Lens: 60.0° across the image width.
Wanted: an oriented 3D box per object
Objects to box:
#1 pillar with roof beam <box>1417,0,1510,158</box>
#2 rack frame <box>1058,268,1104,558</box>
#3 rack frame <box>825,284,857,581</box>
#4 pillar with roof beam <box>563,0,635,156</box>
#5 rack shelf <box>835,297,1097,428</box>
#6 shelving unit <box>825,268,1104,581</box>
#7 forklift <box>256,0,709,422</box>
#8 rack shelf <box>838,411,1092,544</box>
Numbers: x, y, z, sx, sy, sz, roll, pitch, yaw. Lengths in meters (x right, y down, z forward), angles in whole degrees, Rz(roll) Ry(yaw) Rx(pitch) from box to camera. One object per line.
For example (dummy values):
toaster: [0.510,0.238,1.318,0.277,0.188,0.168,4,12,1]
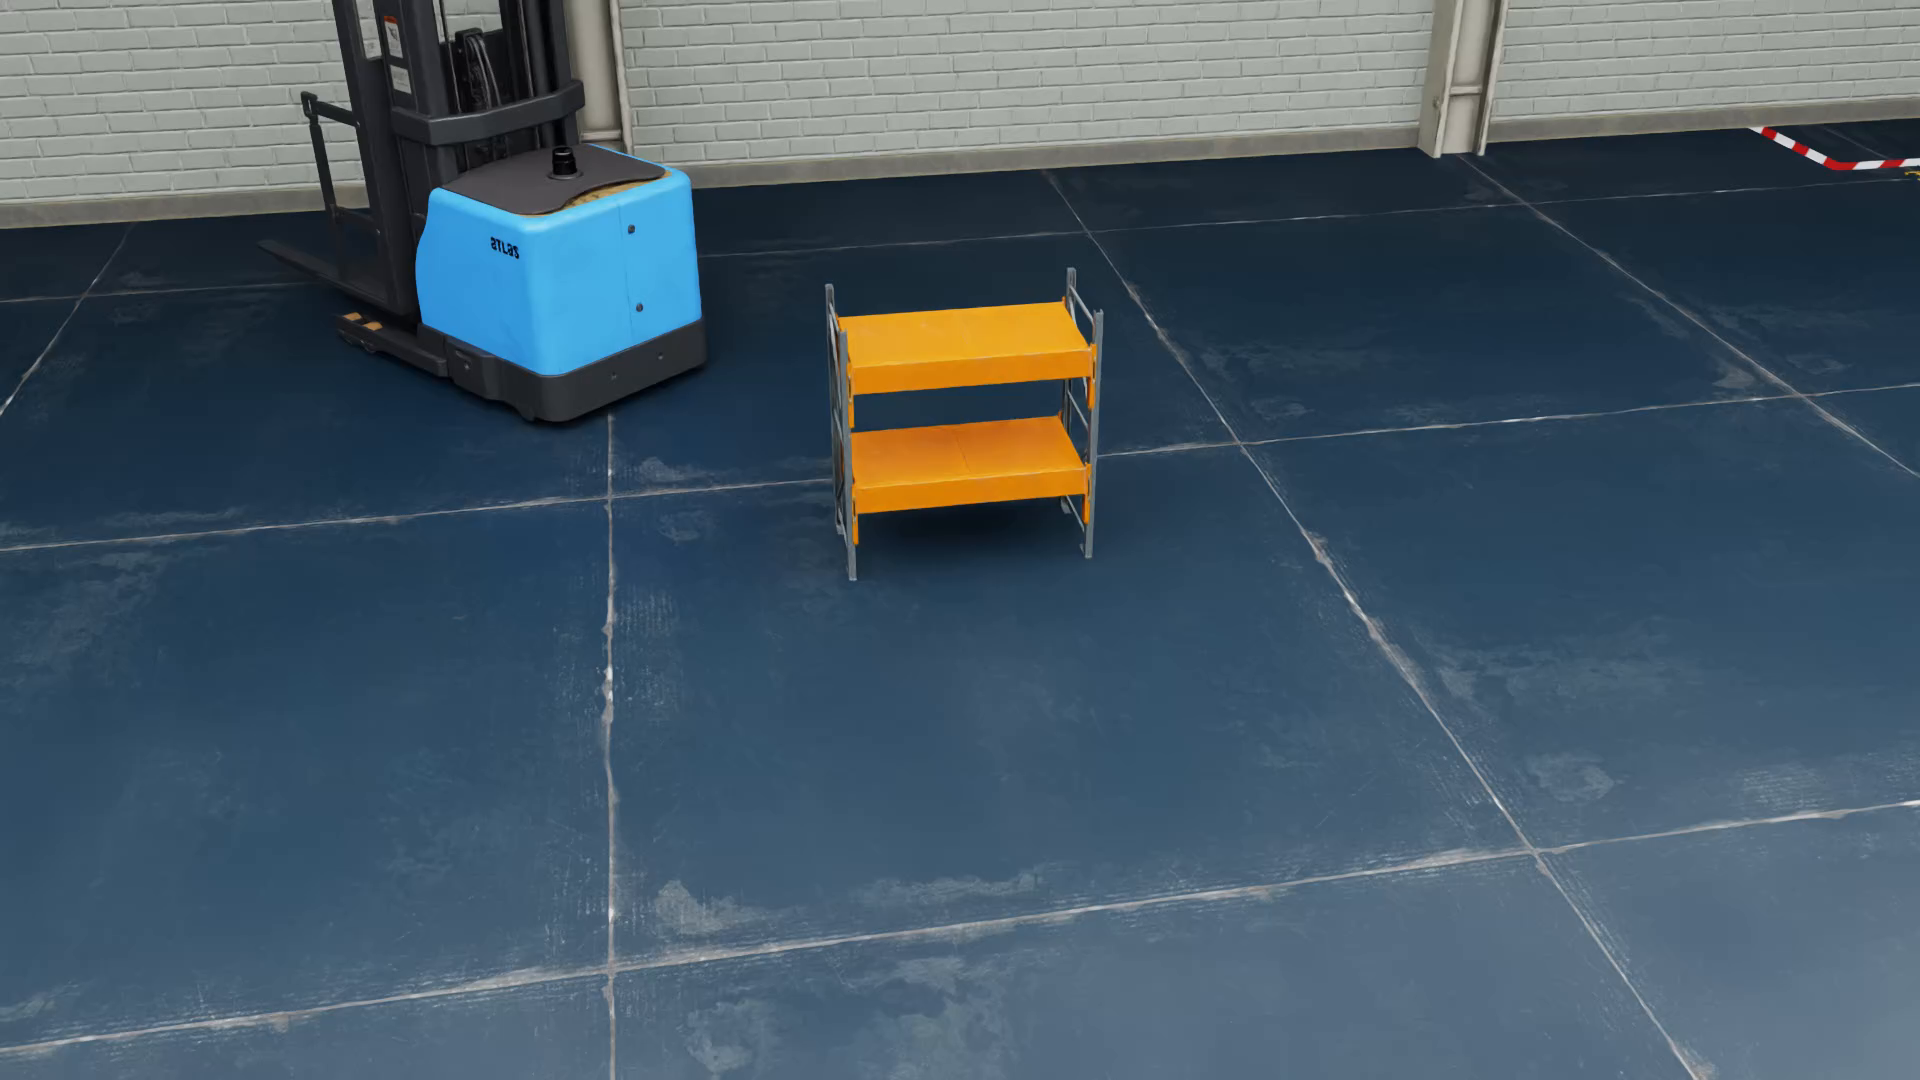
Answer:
pillar with roof beam: [4.328,-4.559,6.125,0.400,9.000,9.100,-5,31,-9]
rack frame: [0.507,-0.532,7.045,0.032,1.125,0.500,-5,31,-9]
rack frame: [-0.493,-0.439,6.887,0.032,1.125,0.500,-5,31,-9]
pillar with roof beam: [-1.574,-4.011,5.193,0.400,9.000,9.100,-5,31,-9]
rack shelf: [0.007,-0.738,6.818,1.000,0.278,0.538,-5,31,-9]
shelving unit: [0.007,-0.486,6.966,1.048,1.125,0.538,-5,31,-9]
forklift: [-2.771,-2.452,8.529,3.031,2.935,1.130,23,38,34]
rack shelf: [0.007,-0.275,7.090,1.000,0.278,0.538,-5,31,-9]
